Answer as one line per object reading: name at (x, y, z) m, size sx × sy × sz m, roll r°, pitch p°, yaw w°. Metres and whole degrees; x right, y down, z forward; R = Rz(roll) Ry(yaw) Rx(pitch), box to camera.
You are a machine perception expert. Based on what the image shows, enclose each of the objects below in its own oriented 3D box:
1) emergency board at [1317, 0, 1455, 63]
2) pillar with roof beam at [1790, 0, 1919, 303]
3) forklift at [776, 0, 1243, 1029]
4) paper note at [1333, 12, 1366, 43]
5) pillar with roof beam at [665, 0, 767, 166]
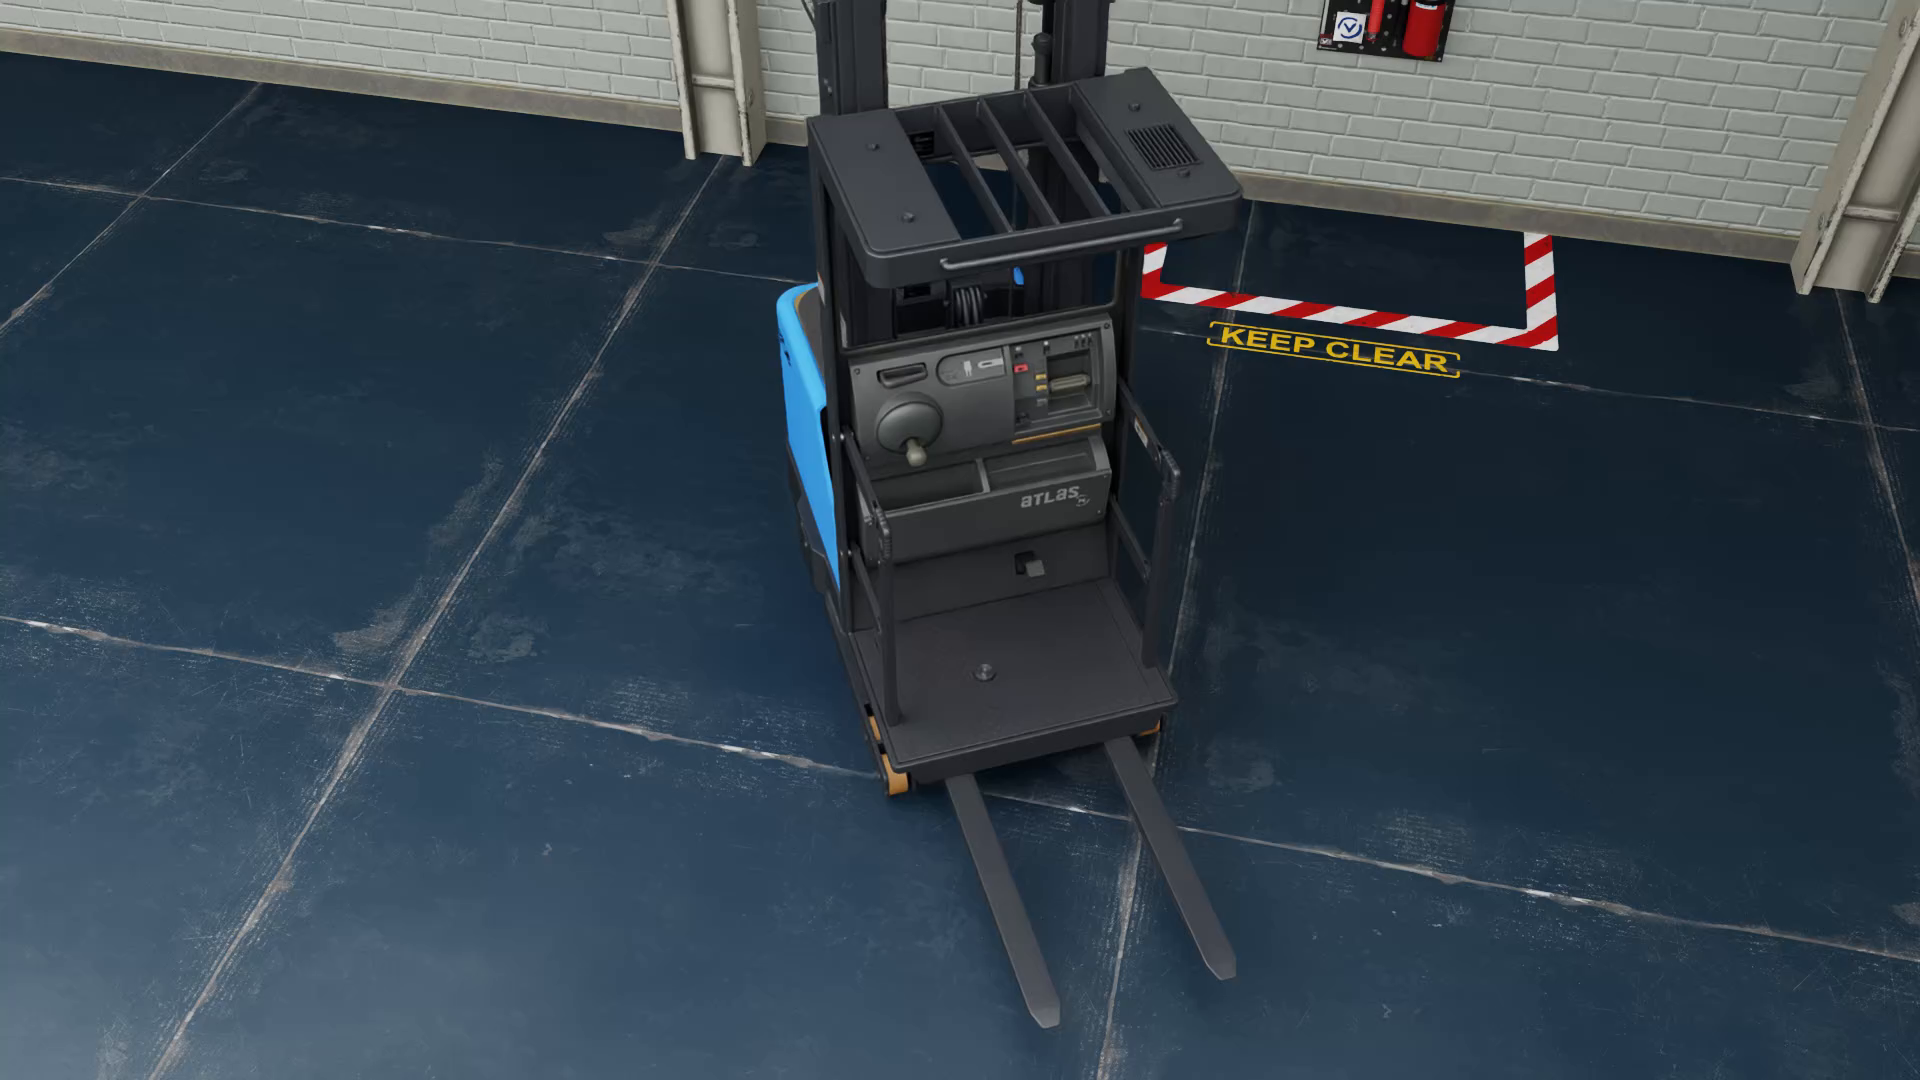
emergency board at (2.116, -2.820, 7.976) m, size 0.643 × 1.169 × 0.194 m, roll 9°, pitch 45°, yaw 9°
pillar with roof beam at (3.580, -1.668, 2.454) m, size 0.400 × 9.000 × 9.100 m, roll 9°, pitch 45°, yaw 9°
forklift at (0.151, -0.416, 5.528) m, size 1.130 × 2.935 × 3.031 m, roll -12°, pitch 45°, yaw -12°
paper note at (1.959, -2.576, 8.358) m, size 0.142 × 0.148 × 0.016 m, roll 9°, pitch 45°, yaw 9°
pillar with roof beam at (-2.276, -2.576, 3.397) m, size 0.400 × 9.000 × 9.100 m, roll 9°, pitch 45°, yaw 9°
